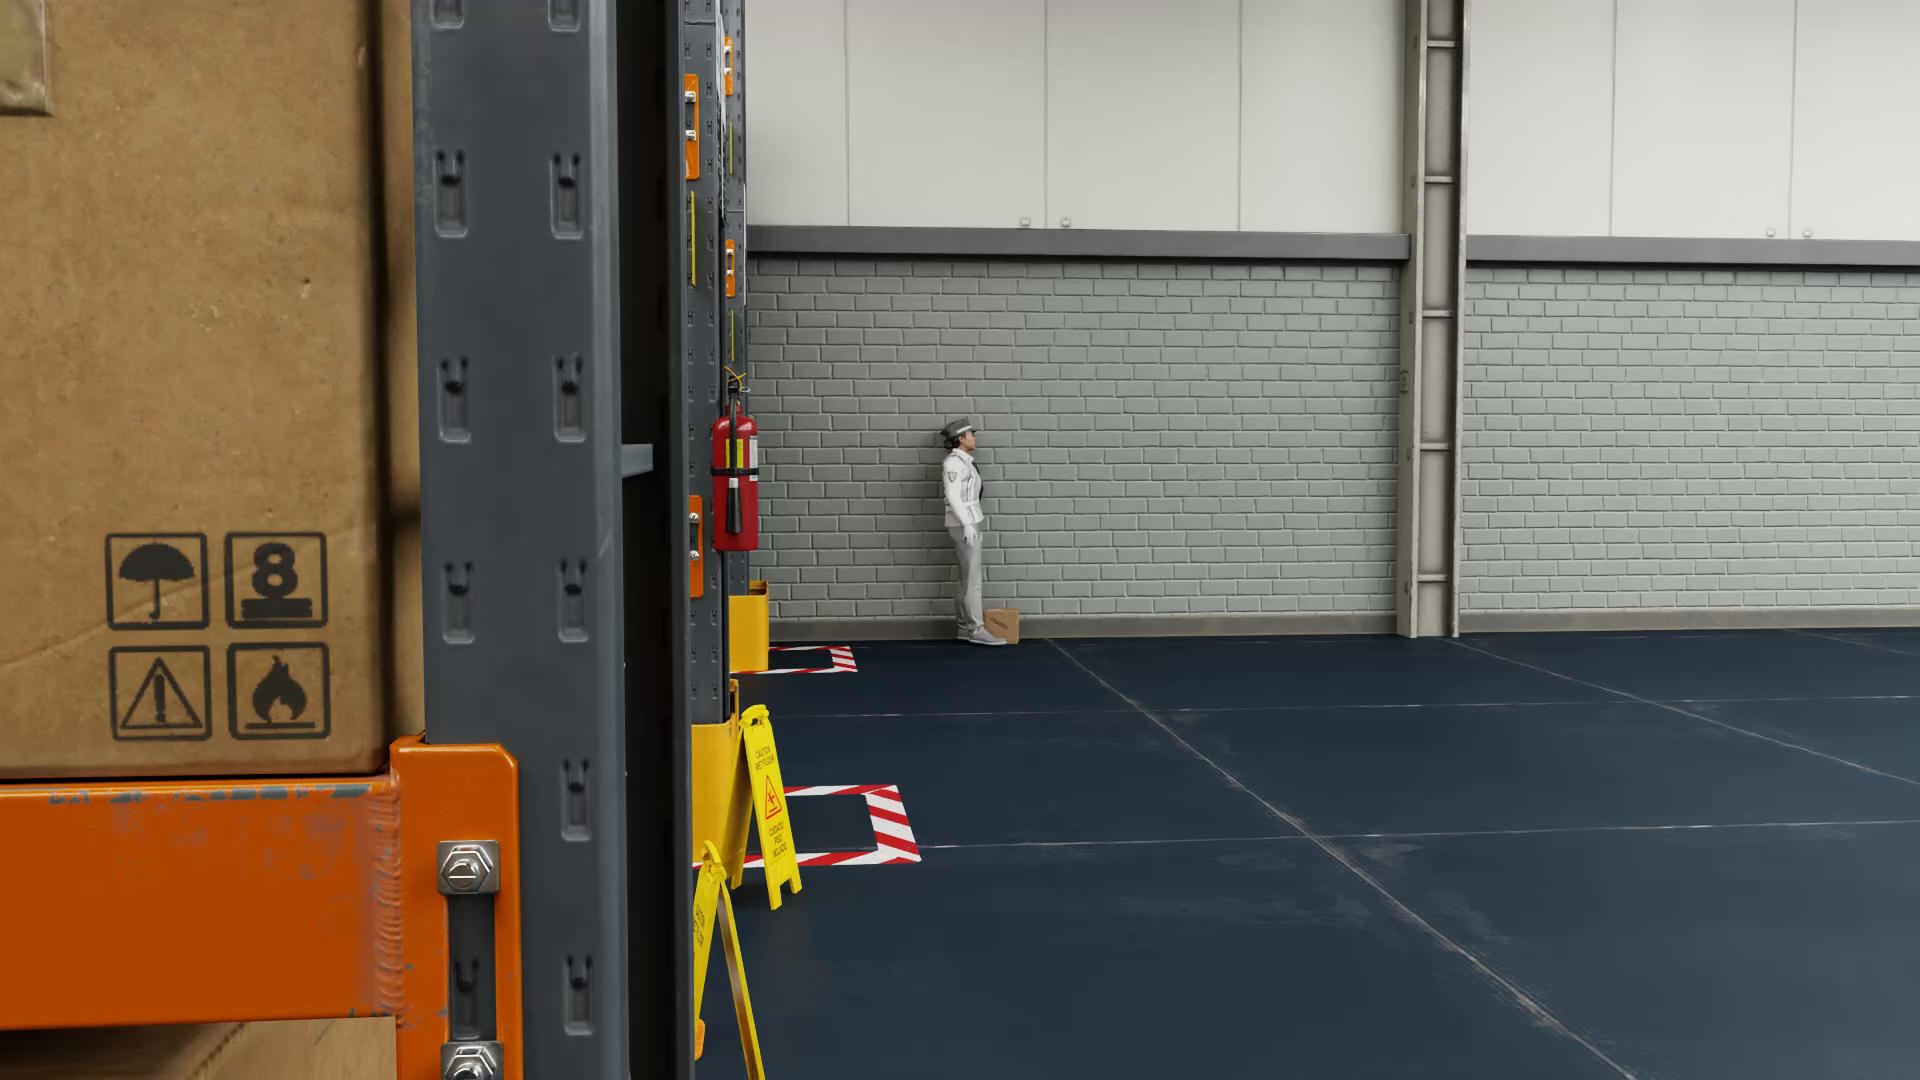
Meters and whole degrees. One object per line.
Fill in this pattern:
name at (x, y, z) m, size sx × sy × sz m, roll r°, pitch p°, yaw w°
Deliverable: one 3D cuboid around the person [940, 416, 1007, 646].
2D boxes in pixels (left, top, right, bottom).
person at (0.107, -0.083, 12.480) m, size 0.531 × 1.694 × 0.586 m, roll 0°, pitch 4°, yaw 7°
